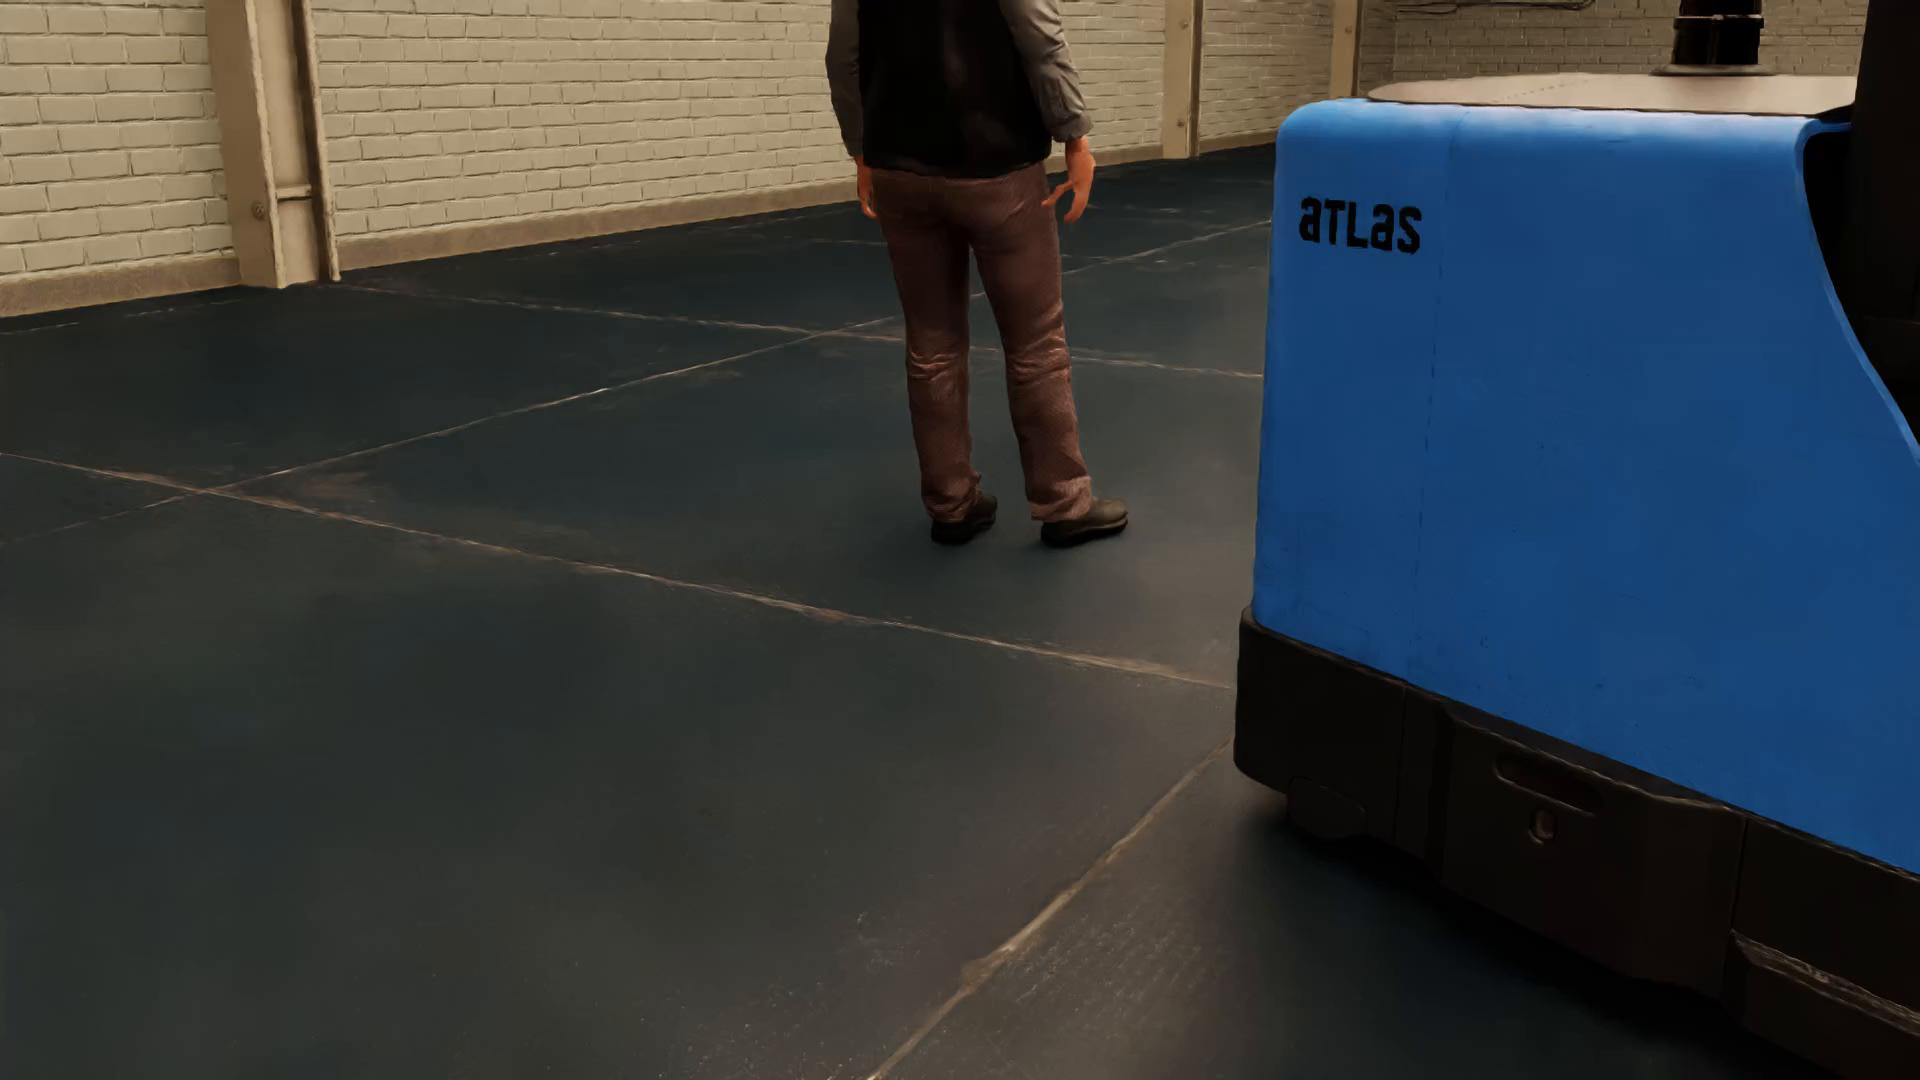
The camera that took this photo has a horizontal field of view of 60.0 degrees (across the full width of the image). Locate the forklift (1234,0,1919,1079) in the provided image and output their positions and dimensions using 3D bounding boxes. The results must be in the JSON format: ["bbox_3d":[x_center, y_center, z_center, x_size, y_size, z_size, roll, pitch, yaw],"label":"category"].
[{"bbox_3d":[1.690,-0.732,1.337,1.130,2.935,3.031,-11,20,-34],"label":"forklift"}]

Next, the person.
[{"bbox_3d":[0.038,-0.847,3.844,0.632,1.720,0.567,9,19,28],"label":"person"}]
